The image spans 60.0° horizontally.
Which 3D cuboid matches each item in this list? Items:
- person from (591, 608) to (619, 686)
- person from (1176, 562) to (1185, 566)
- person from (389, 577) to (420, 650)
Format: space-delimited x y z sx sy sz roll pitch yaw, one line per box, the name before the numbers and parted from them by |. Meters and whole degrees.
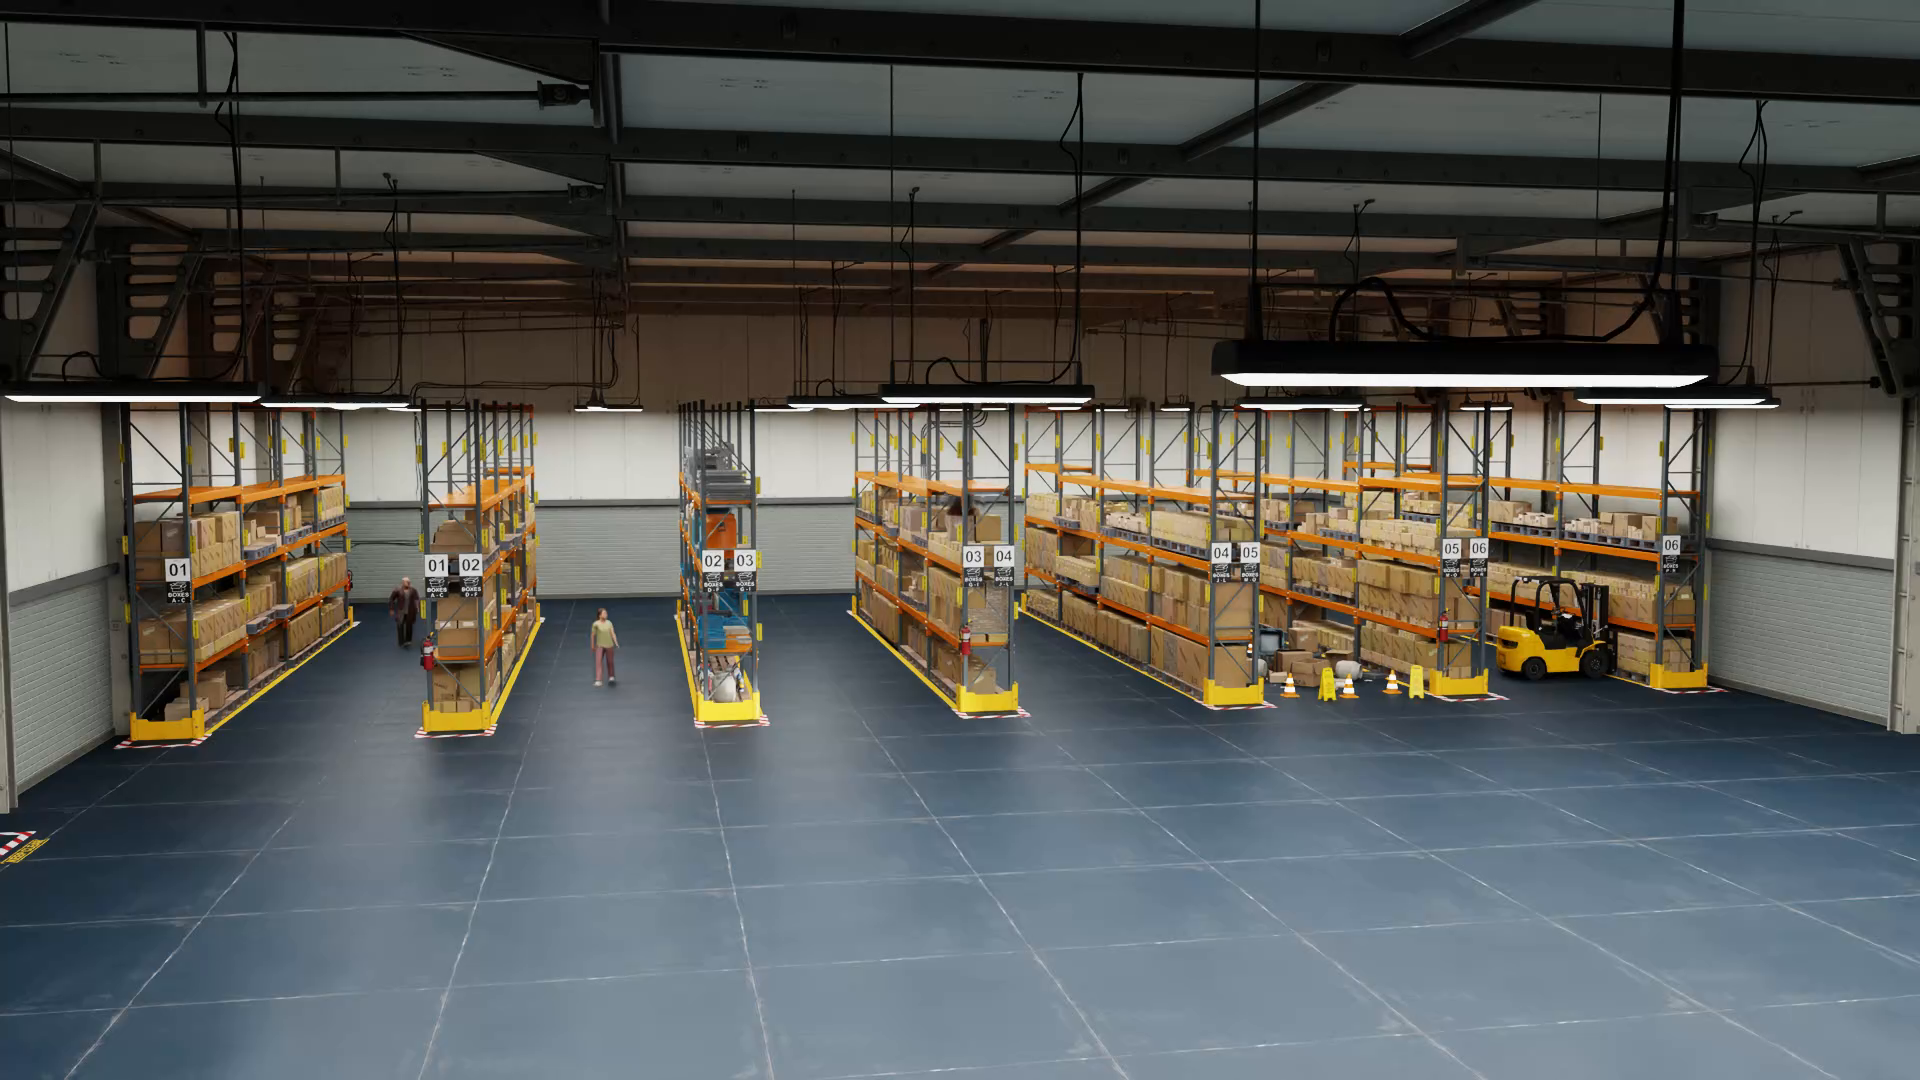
person | -7.516 2.248 35.194 0.600 1.617 1.012 0 4 -1
person | 7.155 0.909 53.106 0.489 1.662 0.466 -1 4 -13
person | -13.617 1.817 40.809 0.756 1.813 0.936 -1 4 -12
